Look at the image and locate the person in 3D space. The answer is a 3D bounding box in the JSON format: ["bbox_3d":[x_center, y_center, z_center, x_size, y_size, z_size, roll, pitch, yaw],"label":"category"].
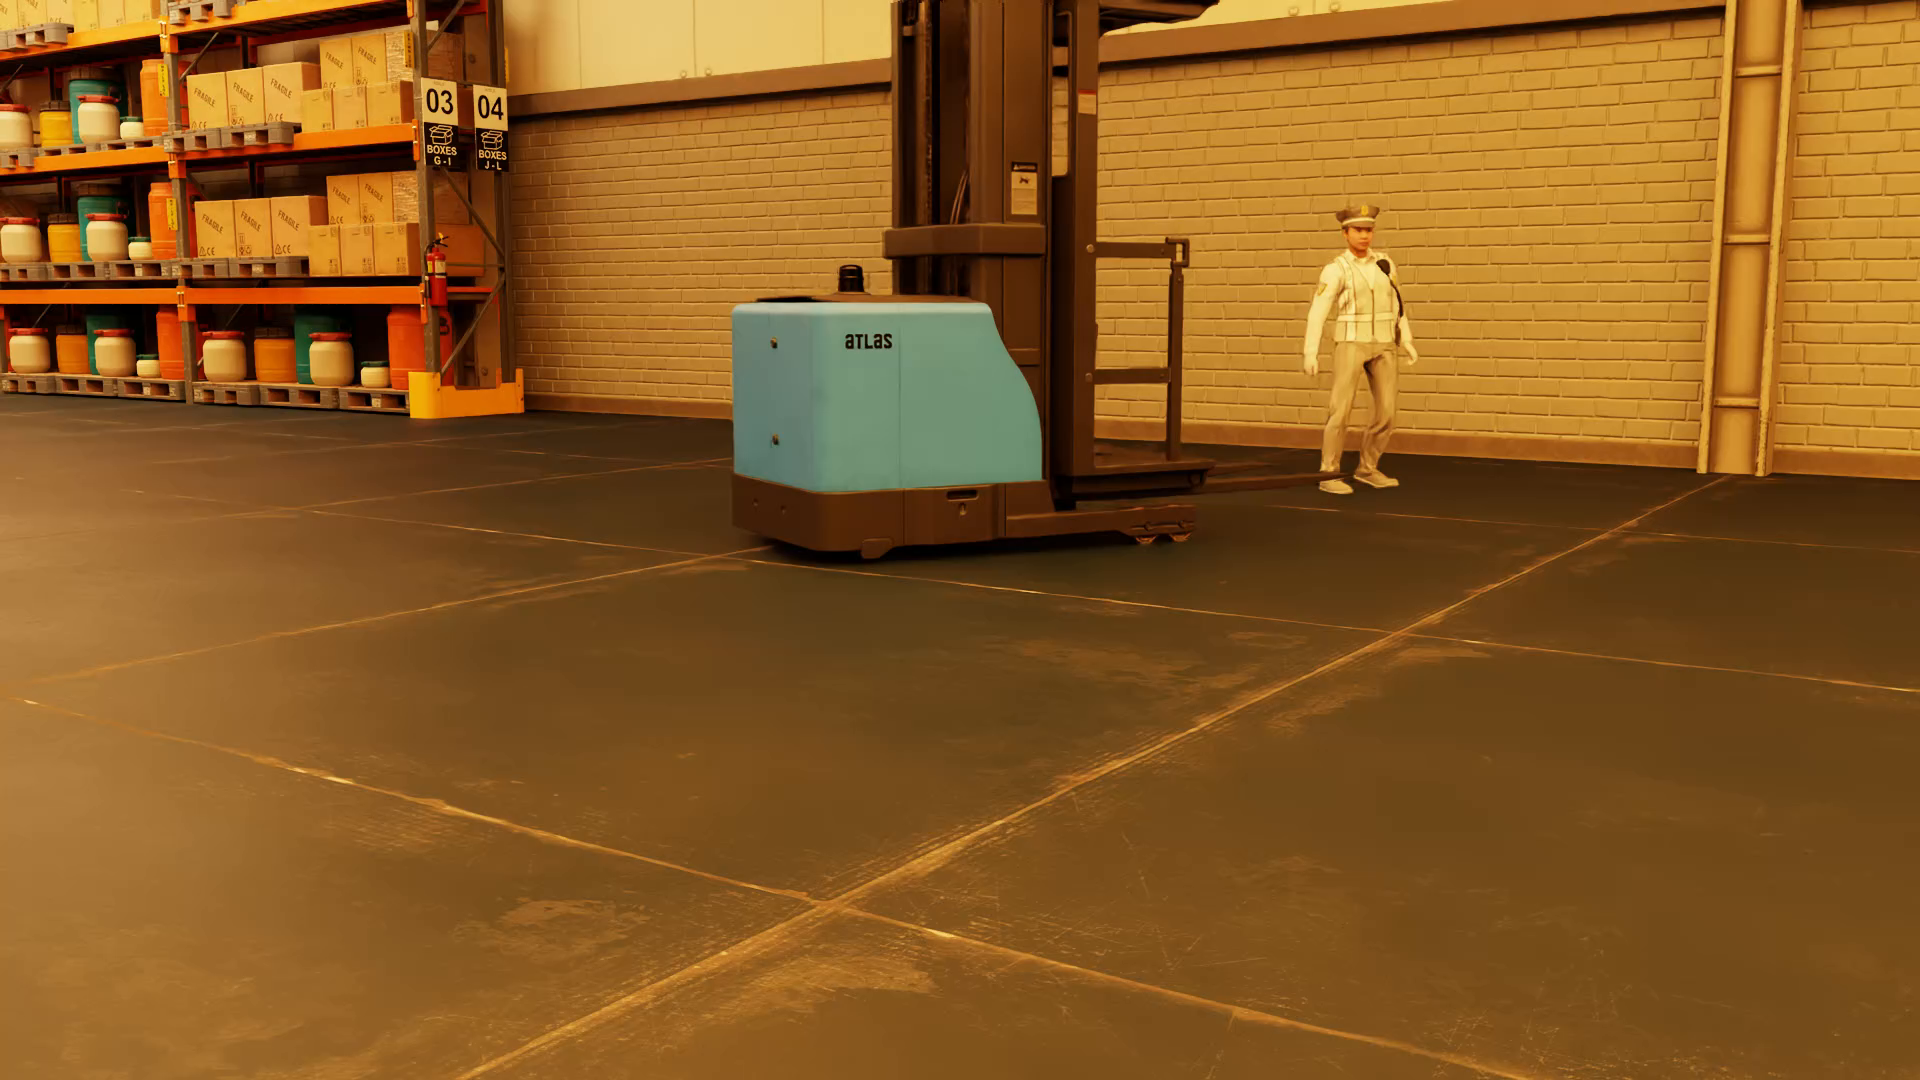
[{"bbox_3d":[2.300,-1.090,9.532,0.640,1.641,0.452,-1,8,-7],"label":"person"}]

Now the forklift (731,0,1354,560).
[{"bbox_3d":[0.497,-1.496,7.716,3.031,2.935,1.130,-5,9,-29],"label":"forklift"}]
